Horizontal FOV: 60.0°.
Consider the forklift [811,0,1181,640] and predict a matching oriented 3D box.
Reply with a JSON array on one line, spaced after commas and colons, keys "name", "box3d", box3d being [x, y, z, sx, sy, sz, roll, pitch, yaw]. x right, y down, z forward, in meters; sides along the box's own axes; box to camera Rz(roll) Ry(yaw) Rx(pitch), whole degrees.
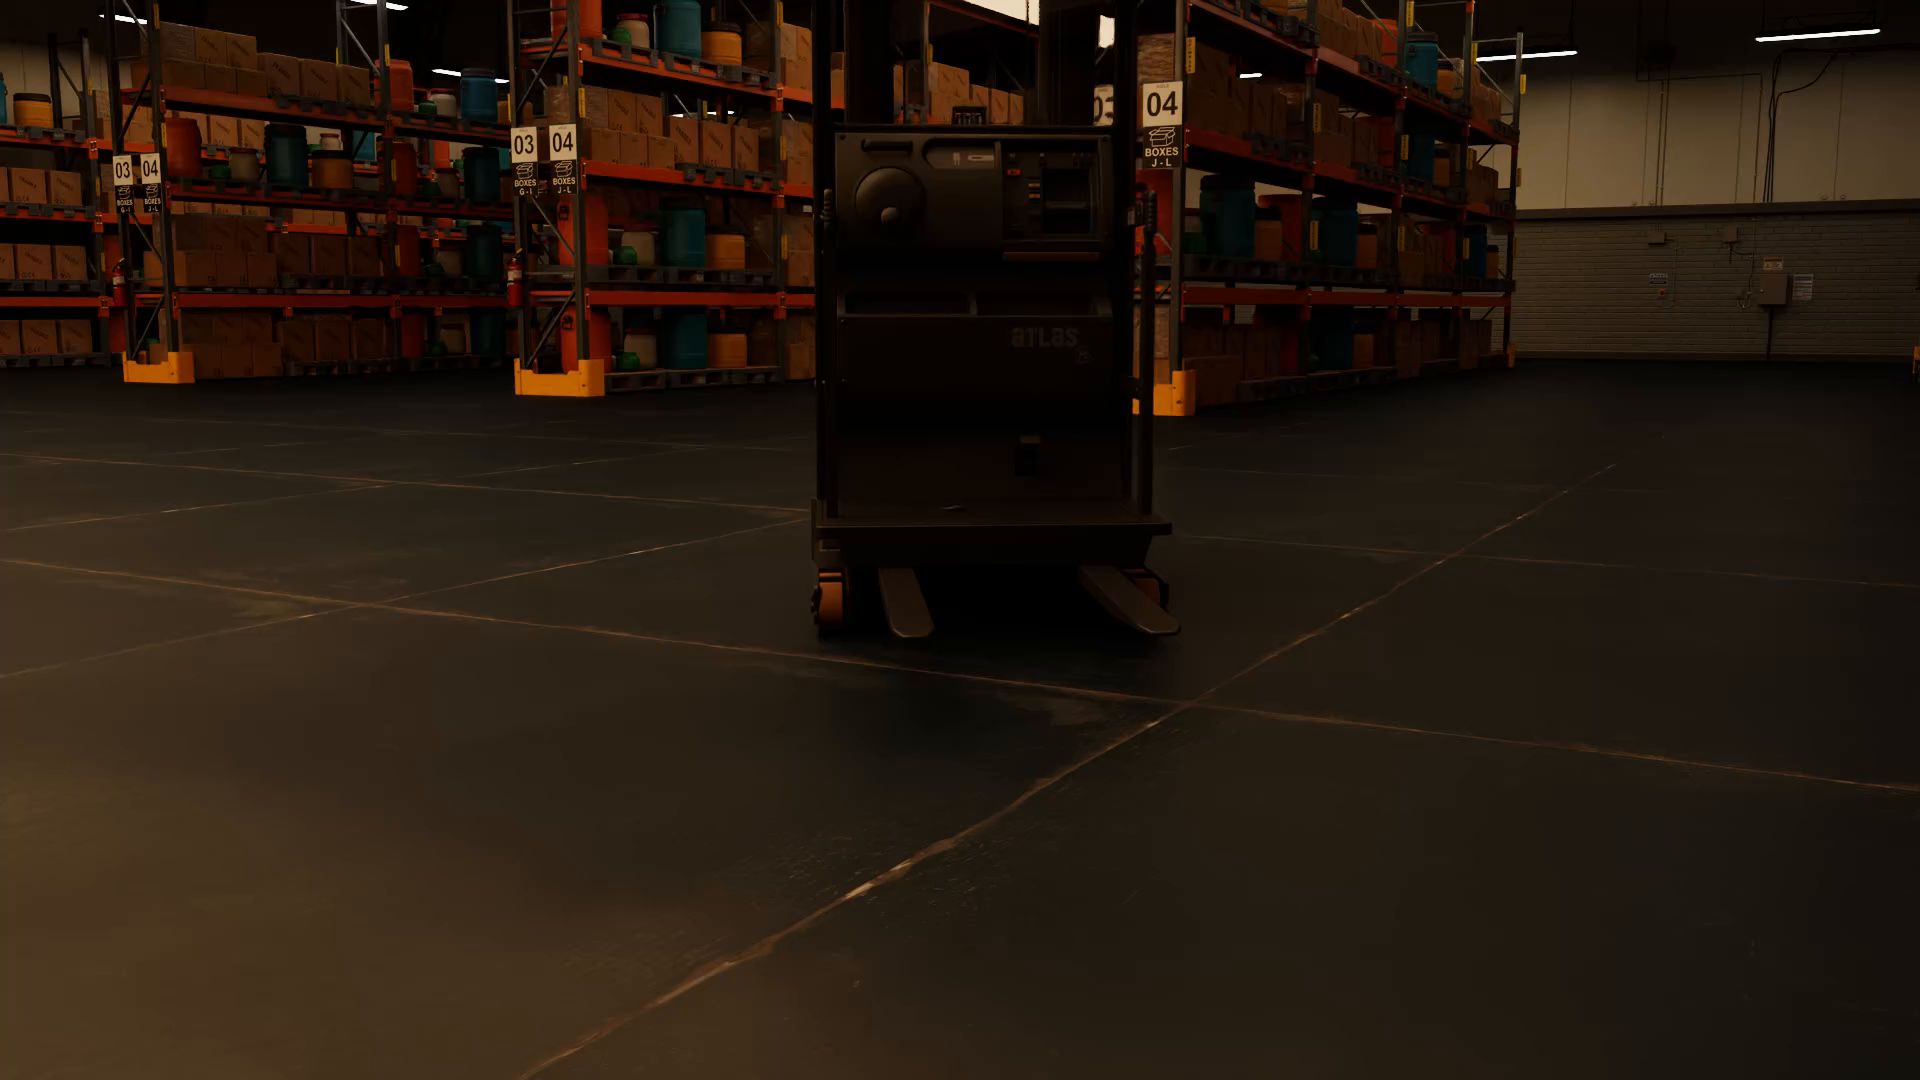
[{"name": "forklift", "box3d": [0.070, -1.208, 5.344, 1.130, 2.935, 3.031, -1, 8, -5]}]
